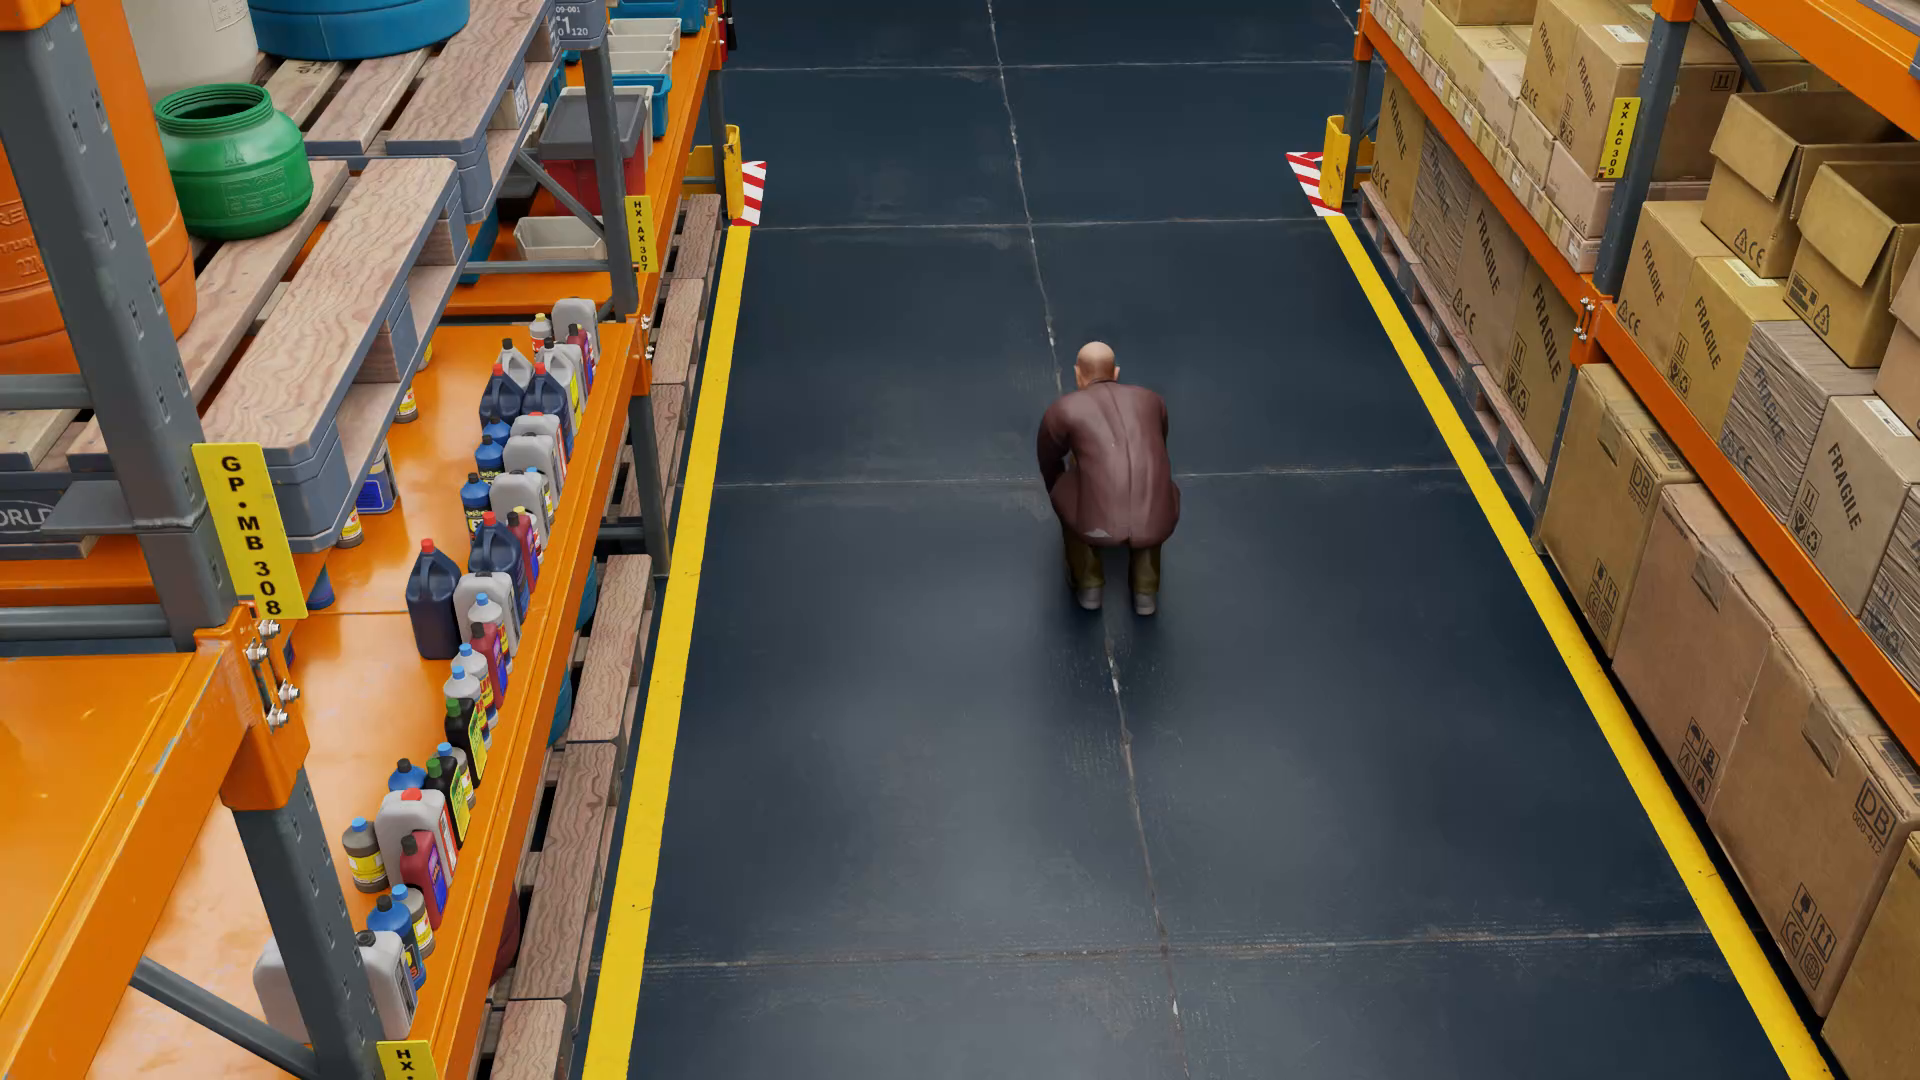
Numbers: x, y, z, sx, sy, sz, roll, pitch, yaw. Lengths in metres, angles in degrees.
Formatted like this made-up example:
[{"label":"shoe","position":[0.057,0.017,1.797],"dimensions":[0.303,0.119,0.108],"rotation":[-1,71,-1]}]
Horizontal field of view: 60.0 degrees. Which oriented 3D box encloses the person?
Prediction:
[{"label":"person","position":[0.647,-0.305,7.106],"dimensions":[0.611,0.681,0.824],"rotation":[-2,35,-2]}]
